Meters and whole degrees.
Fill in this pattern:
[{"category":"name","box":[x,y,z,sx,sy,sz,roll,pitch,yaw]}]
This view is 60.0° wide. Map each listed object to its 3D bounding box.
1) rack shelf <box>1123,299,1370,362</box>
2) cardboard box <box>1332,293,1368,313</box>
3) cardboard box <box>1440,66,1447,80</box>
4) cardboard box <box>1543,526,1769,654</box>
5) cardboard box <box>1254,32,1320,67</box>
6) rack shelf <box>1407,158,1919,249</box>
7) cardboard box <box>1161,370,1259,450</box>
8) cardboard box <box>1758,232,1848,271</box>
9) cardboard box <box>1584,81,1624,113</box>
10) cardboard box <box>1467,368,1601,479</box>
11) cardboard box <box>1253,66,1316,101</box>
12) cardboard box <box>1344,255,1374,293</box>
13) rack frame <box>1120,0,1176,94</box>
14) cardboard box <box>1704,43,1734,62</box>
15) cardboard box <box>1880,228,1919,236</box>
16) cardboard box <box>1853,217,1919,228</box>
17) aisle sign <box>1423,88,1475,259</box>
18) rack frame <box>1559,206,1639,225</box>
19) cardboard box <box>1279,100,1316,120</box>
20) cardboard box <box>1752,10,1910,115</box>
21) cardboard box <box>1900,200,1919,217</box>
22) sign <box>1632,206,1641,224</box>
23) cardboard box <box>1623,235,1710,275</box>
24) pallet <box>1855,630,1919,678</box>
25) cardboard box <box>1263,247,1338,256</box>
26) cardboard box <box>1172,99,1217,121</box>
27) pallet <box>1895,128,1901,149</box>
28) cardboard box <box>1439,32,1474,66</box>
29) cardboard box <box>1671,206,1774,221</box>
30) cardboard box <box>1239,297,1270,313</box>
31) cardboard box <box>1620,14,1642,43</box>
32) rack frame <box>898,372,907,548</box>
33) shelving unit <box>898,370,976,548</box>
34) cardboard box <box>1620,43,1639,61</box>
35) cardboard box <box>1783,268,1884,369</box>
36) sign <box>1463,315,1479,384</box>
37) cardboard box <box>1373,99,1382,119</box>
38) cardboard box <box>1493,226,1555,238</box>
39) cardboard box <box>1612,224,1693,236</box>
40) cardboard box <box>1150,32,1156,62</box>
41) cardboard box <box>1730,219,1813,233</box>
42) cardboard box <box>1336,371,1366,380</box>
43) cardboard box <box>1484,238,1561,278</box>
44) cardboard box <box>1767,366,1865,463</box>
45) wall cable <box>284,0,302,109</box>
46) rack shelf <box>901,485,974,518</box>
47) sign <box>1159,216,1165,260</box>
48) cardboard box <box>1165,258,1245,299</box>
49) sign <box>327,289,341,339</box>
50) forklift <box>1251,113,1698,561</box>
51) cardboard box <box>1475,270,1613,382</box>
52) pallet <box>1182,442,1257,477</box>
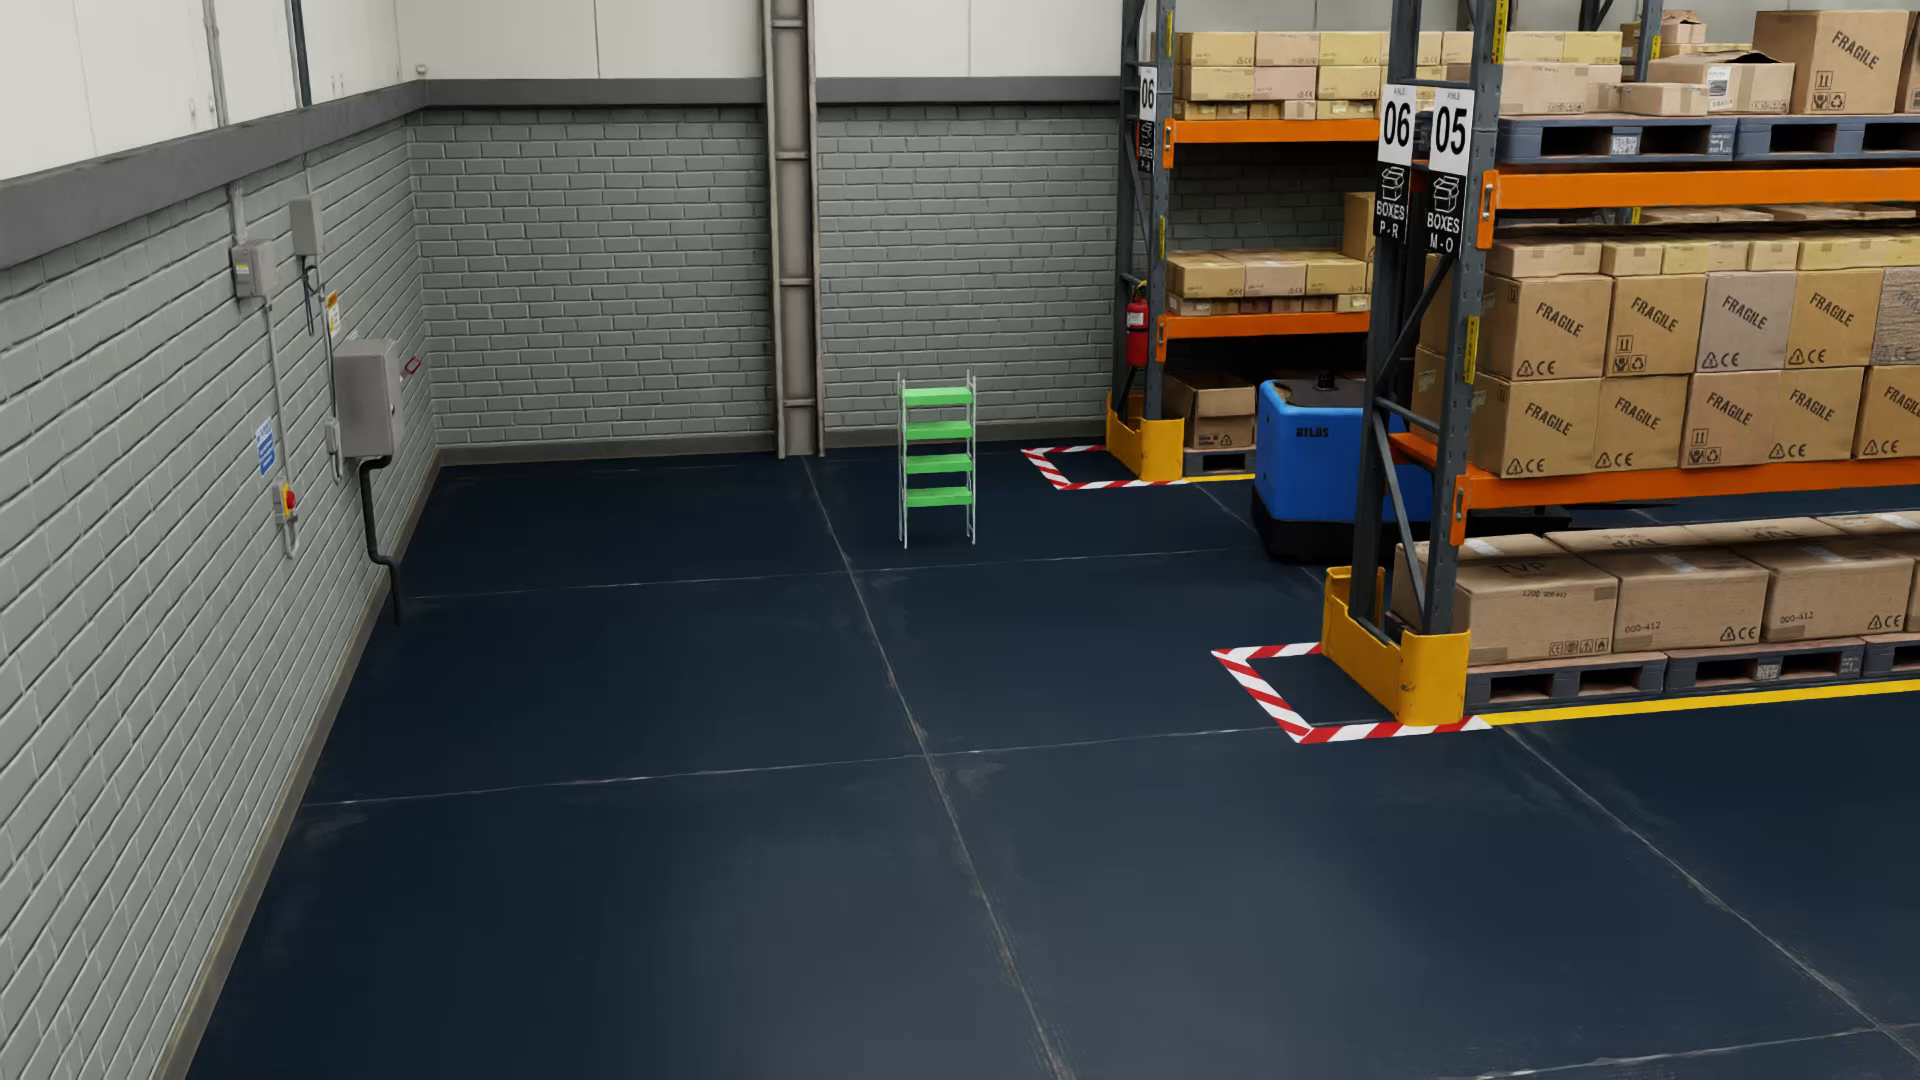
[{"category":"rack shelf","box":[3.413,-1.836,13.905,4.000,0.370,1.077,-3,17,-10]},{"category":"cardboard box","box":[3.098,-1.945,13.463,0.250,0.149,0.380,-4,17,-12]},{"category":"cardboard box","box":[3.937,-3.639,13.191,0.500,0.250,0.500,-3,17,-9]},{"category":"cardboard box","box":[3.921,0.267,9.481,0.875,0.438,0.875,-3,17,-9]},{"category":"cardboard box","box":[2.436,-3.787,12.821,0.500,0.250,0.500,-3,17,-11]},{"category":"rack shelf","box":[4.358,-1.839,8.807,4.000,0.370,1.077,-3,17,-10]},{"category":"cardboard box","box":[2.068,-1.082,13.764,0.637,0.503,0.797,-4,18,-13]},{"category":"cardboard box","box":[4.326,-1.488,8.568,0.250,0.149,0.380,-4,17,-12]},{"category":"cardboard box","box":[3.216,-2.297,8.616,0.250,0.149,0.380,-5,18,-15]},{"category":"cardboard box","box":[2.920,-0.629,8.582,0.500,0.500,0.500,-3,17,-11]},{"category":"cardboard box","box":[2.432,-3.553,12.910,0.500,0.250,0.500,-3,17,-9]},{"category":"cardboard box","box":[3.436,-2.178,13.544,0.500,0.250,0.500,-4,17,-12]},{"category":"rack frame","box":[1.449,-4.936,12.556,0.127,3.000,1.000,-3,17,-10]},{"category":"cardboard box","box":[6.001,-3.921,13.396,0.250,0.149,0.380,-3,17,-10]},{"category":"cardboard box","box":[5.070,-1.549,8.769,0.250,0.149,0.380,-3,17,-11]},{"category":"cardboard box","box":[5.216,-1.712,9.299,0.250,0.149,0.380,-3,17,-11]},{"category":"aisle sign","box":[2.379,-1.793,8.112,0.004,0.787,0.394,-3,17,-10]},{"category":"rack frame","box":[5.377,-2.291,14.162,0.127,3.000,1.000,-3,17,-10]},{"category":"cardboard box","box":[2.578,-3.349,12.924,0.250,0.149,0.380,-3,17,-9]},{"category":"cardboard box","box":[4.402,-2.437,8.472,0.500,0.500,0.500,-3,17,-9]},{"category":"cardboard box","box":[8.769,-2.779,14.865,0.500,0.500,0.500,-2,17,-8]},{"category":"sign","box":[5.487,-2.549,13.527,0.005,0.325,0.100,-3,17,-10]},{"category":"cardboard box","box":[3.571,-1.450,8.445,0.250,0.149,0.380,-4,17,-12]},{"category":"pallet","box":[5.561,0.492,9.849,1.213,0.211,1.003,-3,17,-10]},{"category":"cardboard box","box":[2.844,-2.295,13.925,0.500,0.250,0.500,-3,17,-9]},{"category":"cardboard box","box":[1.806,-3.333,12.873,0.250,0.149,0.380,-3,17,-9]},{"category":"pallet","box":[5.517,-2.209,8.938,1.213,0.211,1.003,-3,17,-10]},{"category":"cardboard box","box":[3.931,-3.880,13.125,0.500,0.250,0.500,-3,17,-9]},{"category":"cardboard box","box":[6.403,-2.531,14.058,0.500,0.500,0.700,-3,17,-10]},{"category":"cardboard box","box":[2.317,-1.940,13.446,0.250,0.149,0.380,-3,17,-11]},{"category":"cardboard box","box":[5.664,-4.230,13.698,0.258,0.266,0.396,-3,17,-11]},{"category":"rack frame","box":[-0.402,-0.551,11.561,0.015,1.200,0.240,-3,17,-10]},{"category":"shelving unit","box":[-0.163,-0.564,11.606,0.503,1.200,0.258,-3,17,-10]},{"category":"cardboard box","box":[5.649,-4.046,13.803,0.250,0.149,0.380,-3,17,-11]},{"category":"cardboard box","box":[4.419,-1.198,8.729,0.500,0.500,0.500,-3,17,-10]},{"category":"sign","box":[2.494,-0.929,8.118,0.005,0.325,0.100,-3,17,-10]},{"category":"cardboard box","box":[3.330,-3.390,13.060,0.250,0.149,0.380,-3,17,-10]},{"category":"cardboard box","box":[2.954,-1.572,8.844,0.250,0.149,0.380,-3,17,-9]},{"category":"cardboard box","box":[3.716,-1.607,8.957,0.250,0.149,0.380,-3,17,-11]},{"category":"cardboard box","box":[1.833,-3.917,13.244,0.500,0.250,0.500,-4,17,-12]},{"category":"cardboard box","box":[4.464,-1.674,9.175,0.250,0.149,0.380,-3,17,-10]},{"category":"cardboard box","box":[3.453,-1.118,13.885,0.500,0.500,0.500,-3,17,-9]},{"category":"cardboard box","box":[2.796,-1.413,8.327,0.250,0.149,0.380,-3,17,-9]},{"category":"cardboard box","box":[4.403,-0.721,8.881,0.500,0.500,0.500,-3,17,-9]},{"category":"wall cable","box":[-3.277,-3.324,7.308,0.029,3.000,2.355,-3,17,-10]},{"category":"rack shelf","box":[-0.163,-0.274,11.695,0.480,0.148,0.258,-3,17,-10]},{"category":"sign","box":[1.552,-2.326,12.800,0.005,0.325,0.100,-3,17,-10]},{"category":"cardboard box","box":[1.946,-2.086,13.245,0.500,0.250,0.500,-3,17,-10]},{"category":"sign","box":[-3.585,-1.298,9.522,0.001,0.242,0.339,-3,17,-10]},{"category":"forklift","box":[3.629,-1.376,11.299,3.031,2.935,1.130,0,17,1]},{"category":"cardboard box","box":[2.920,-1.108,8.437,0.500,0.500,0.500,-4,17,-12]},{"category":"pallet","box":[2.307,-0.784,14.006,1.213,0.211,1.003,-3,17,-10]}]
